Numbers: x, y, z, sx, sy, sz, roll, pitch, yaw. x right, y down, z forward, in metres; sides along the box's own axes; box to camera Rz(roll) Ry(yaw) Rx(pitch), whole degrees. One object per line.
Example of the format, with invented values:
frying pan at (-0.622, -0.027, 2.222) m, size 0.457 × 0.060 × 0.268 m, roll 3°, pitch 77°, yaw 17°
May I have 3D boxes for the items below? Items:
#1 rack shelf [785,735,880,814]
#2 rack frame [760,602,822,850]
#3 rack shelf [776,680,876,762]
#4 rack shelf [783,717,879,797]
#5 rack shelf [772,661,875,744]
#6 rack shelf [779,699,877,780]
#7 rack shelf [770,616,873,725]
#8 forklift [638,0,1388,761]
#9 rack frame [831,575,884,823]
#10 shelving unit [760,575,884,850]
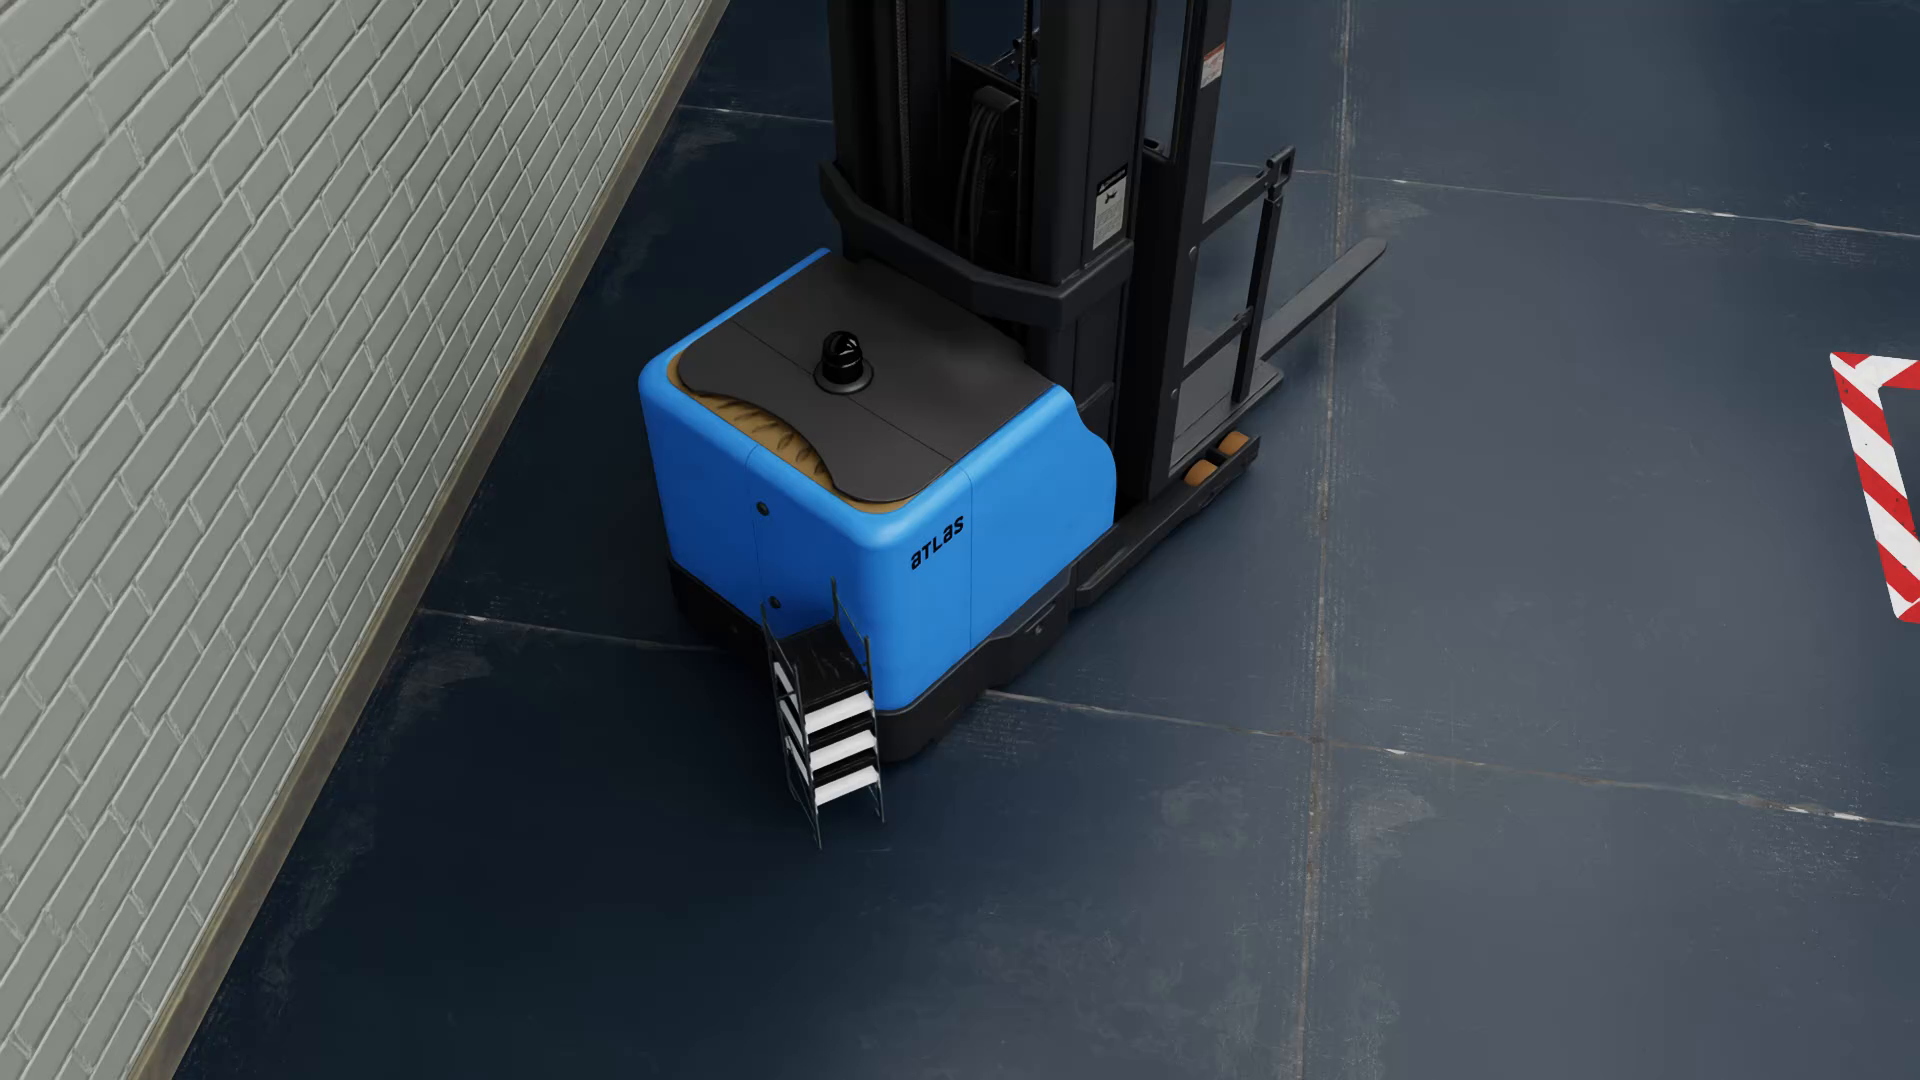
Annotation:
rack shelf at (-0.376, 0.646, 4.847) m, size 0.200 × 0.077 × 0.258 m, roll -21°, pitch 52°, yaw -17°
rack frame at (-0.469, 0.541, 4.657) m, size 0.006 × 0.900 × 0.240 m, roll -21°, pitch 52°, yaw -17°
rack shelf at (-0.378, 0.469, 4.643) m, size 0.200 × 0.077 × 0.258 m, roll -21°, pitch 52°, yaw -17°
rack shelf at (-0.377, 0.587, 4.779) m, size 0.200 × 0.077 × 0.258 m, roll -21°, pitch 52°, yaw -17°
rack shelf at (-0.379, 0.410, 4.575) m, size 0.200 × 0.077 × 0.258 m, roll -21°, pitch 52°, yaw -17°
rack shelf at (-0.378, 0.528, 4.711) m, size 0.200 × 0.077 × 0.258 m, roll -21°, pitch 52°, yaw -17°
rack shelf at (-0.380, 0.351, 4.507) m, size 0.200 × 0.077 × 0.258 m, roll -21°, pitch 52°, yaw -17°
forklift at (0.415, -1.325, 4.970) m, size 1.130 × 2.935 × 3.031 m, roll 34°, pitch 56°, yaw 26°
rack frame at (-0.287, 0.472, 4.715) m, size 0.006 × 0.900 × 0.240 m, roll -21°, pitch 52°, yaw -17°
shelving unit at (-0.378, 0.506, 4.686) m, size 0.210 × 0.900 × 0.258 m, roll -21°, pitch 52°, yaw -17°
